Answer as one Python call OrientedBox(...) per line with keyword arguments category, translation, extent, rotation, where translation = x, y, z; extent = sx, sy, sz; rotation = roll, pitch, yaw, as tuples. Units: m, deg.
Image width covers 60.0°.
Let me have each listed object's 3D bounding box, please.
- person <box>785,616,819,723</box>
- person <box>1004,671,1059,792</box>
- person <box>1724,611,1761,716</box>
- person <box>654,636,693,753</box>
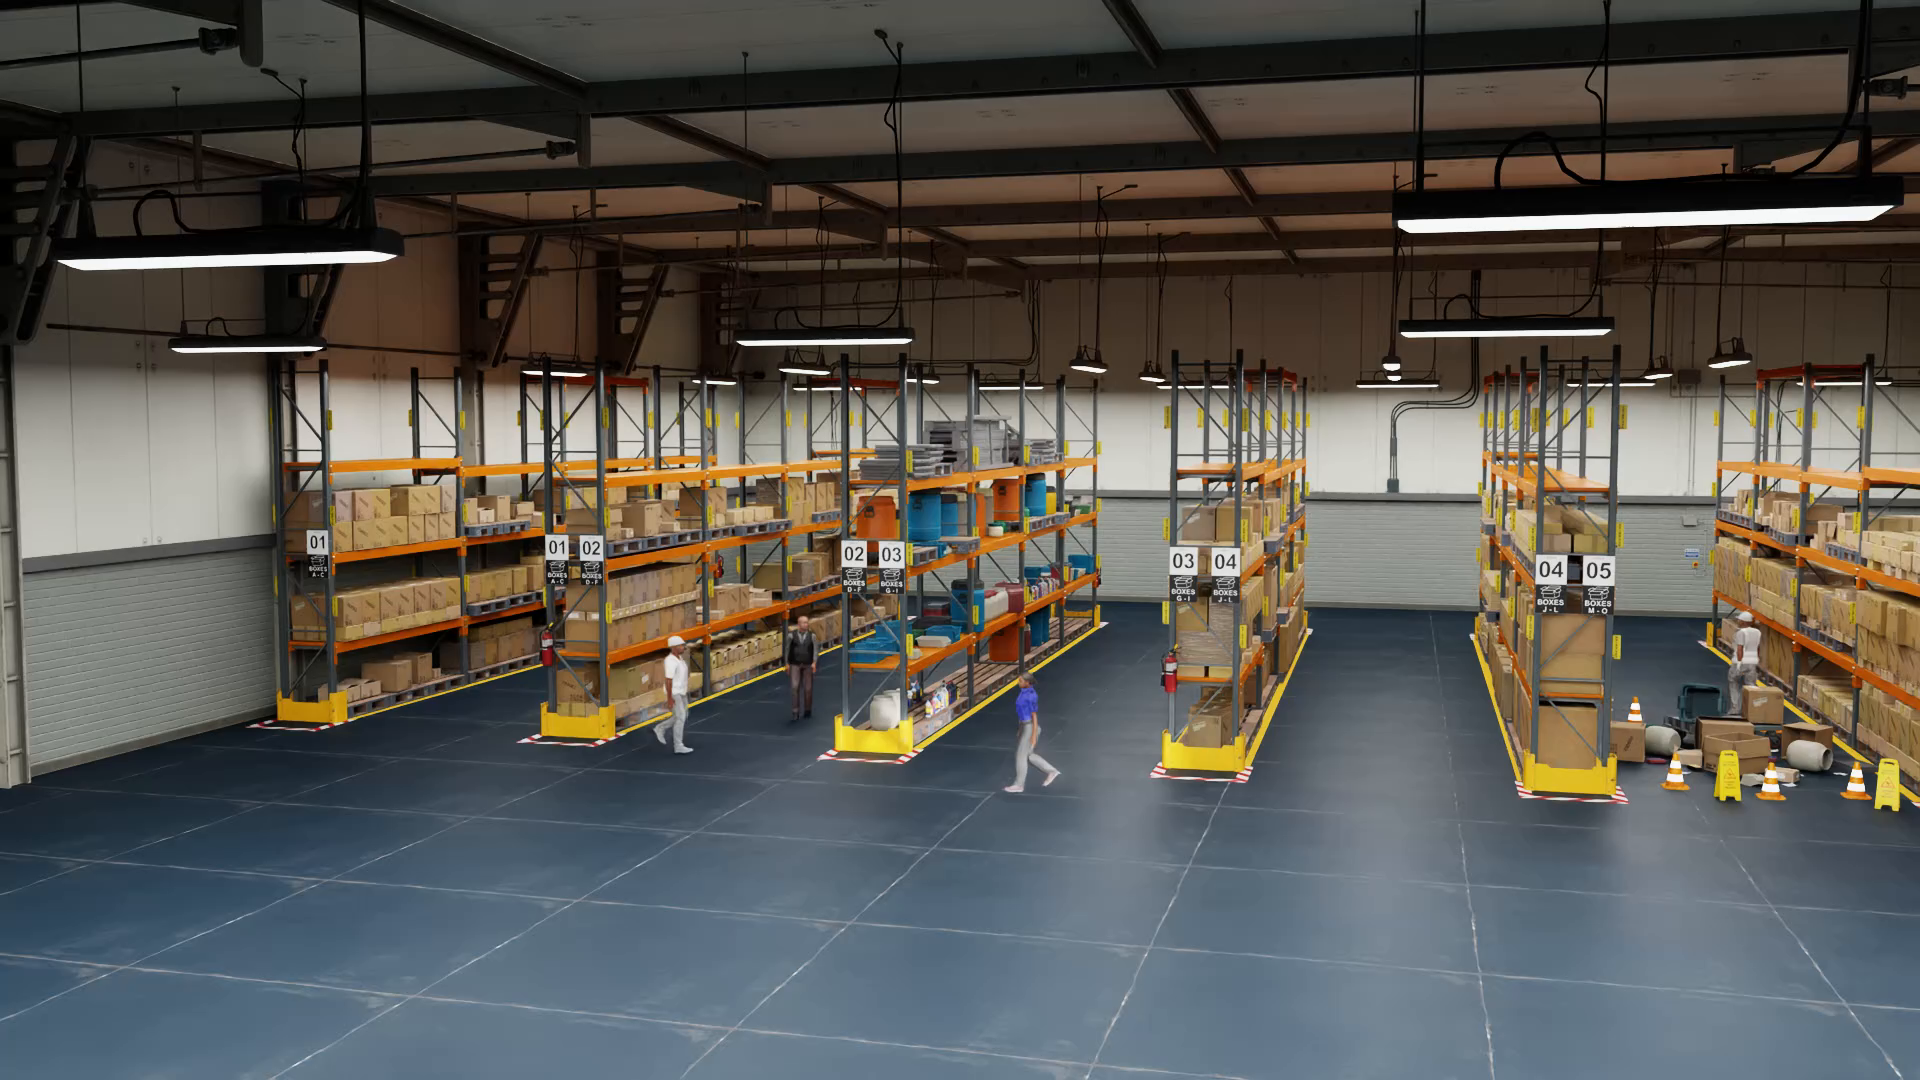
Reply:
OrientedBox(category="person", translation=(-2.642, 2.160, 27.923), extent=(0.570, 1.723, 0.768), rotation=(-1, 4, -9))
OrientedBox(category="person", translation=(0.968, 2.573, 22.447), extent=(0.805, 1.628, 0.525), rotation=(-1, 4, -9))
OrientedBox(category="person", translation=(13.253, 2.120, 27.980), extent=(0.518, 1.816, 0.556), rotation=(0, 4, 2))
OrientedBox(category="person", translation=(-4.343, 2.315, 25.040), extent=(0.741, 1.753, 0.560), rotation=(1, 4, 16))
